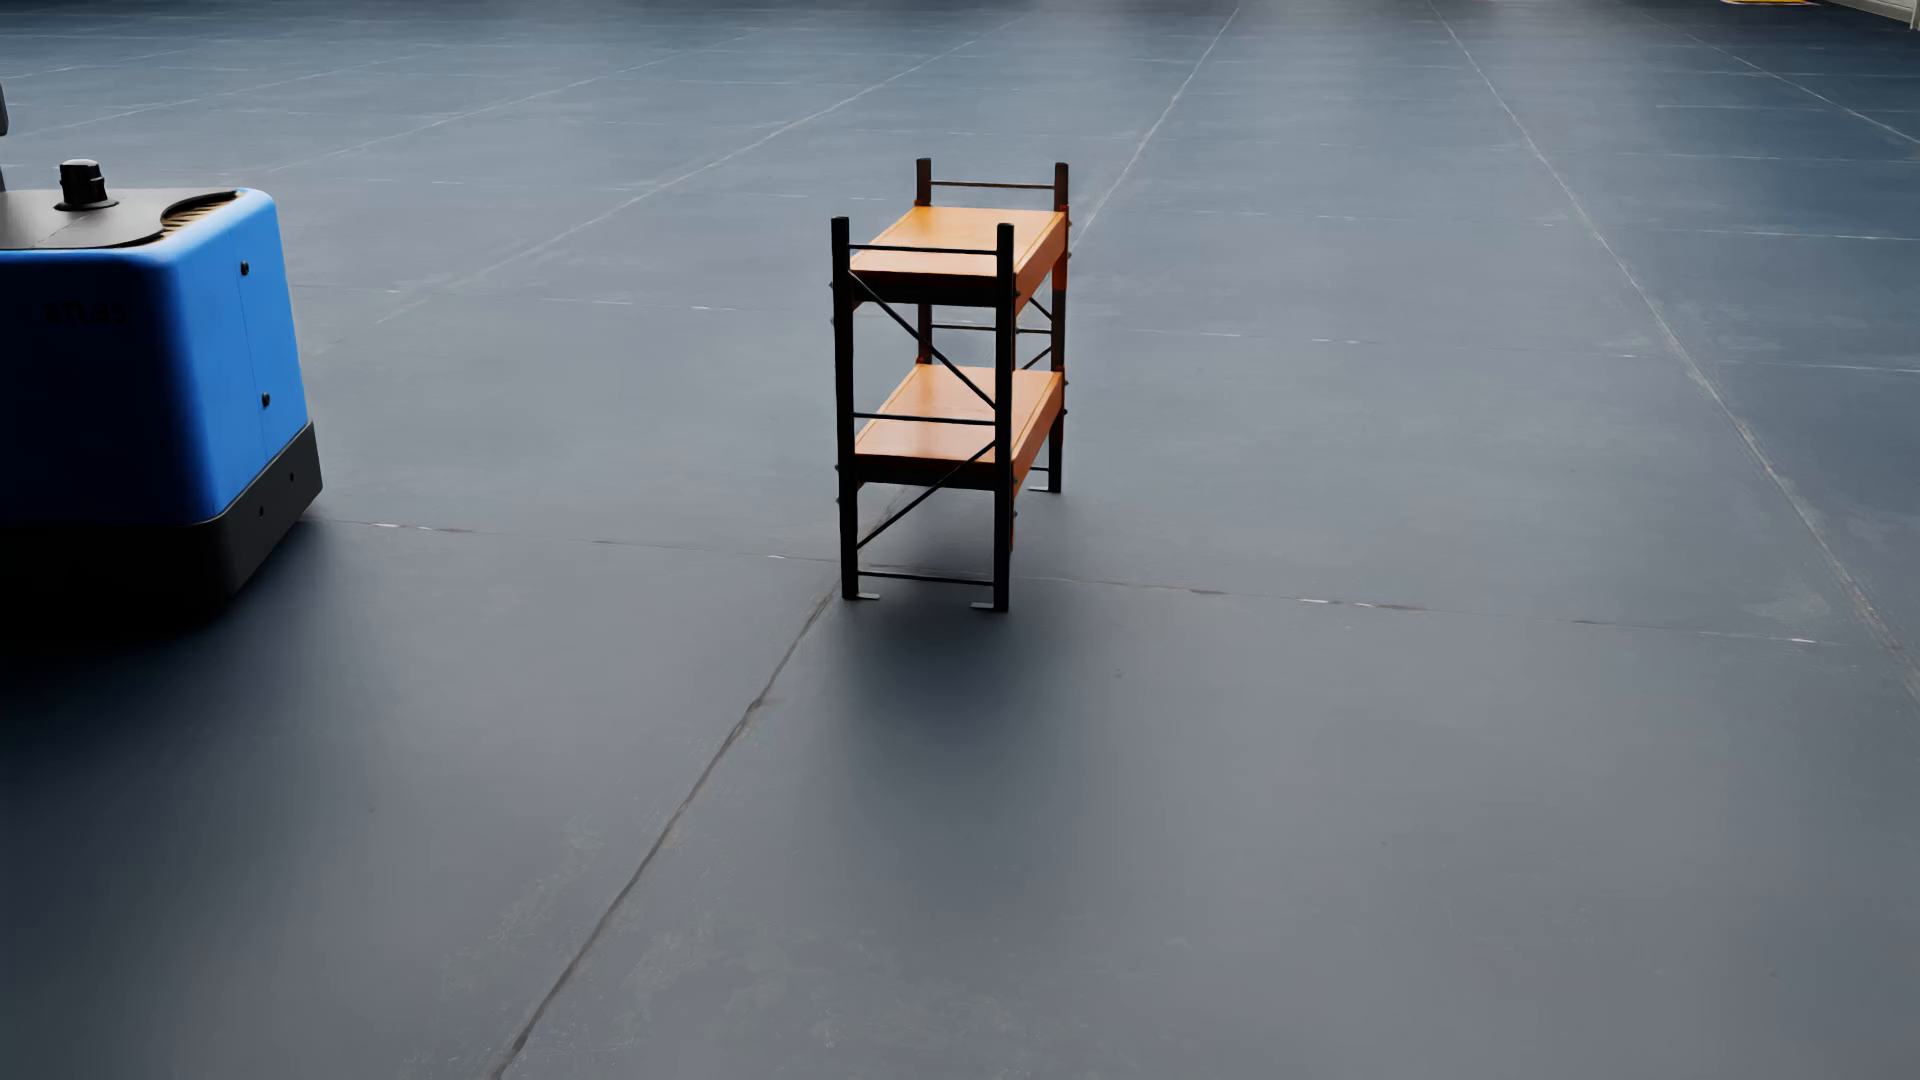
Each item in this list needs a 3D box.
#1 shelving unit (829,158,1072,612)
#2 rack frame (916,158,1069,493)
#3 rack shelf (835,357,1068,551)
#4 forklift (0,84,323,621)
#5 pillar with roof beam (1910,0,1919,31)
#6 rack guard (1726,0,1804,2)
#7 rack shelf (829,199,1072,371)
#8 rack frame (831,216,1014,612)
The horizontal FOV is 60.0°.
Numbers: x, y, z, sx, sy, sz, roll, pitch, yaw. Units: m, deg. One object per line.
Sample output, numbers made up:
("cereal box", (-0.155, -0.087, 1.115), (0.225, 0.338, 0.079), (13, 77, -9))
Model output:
("shelving unit", (0.001, -0.524, 5.150), (0.538, 1.125, 1.048), (4, 22, 11))
("rack frame", (0.105, -0.710, 5.611), (0.500, 1.125, 0.032), (4, 22, 11))
("rack shelf", (0.001, -0.297, 5.241), (0.538, 0.278, 1.000), (4, 22, 11))
("forklift", (-3.622, -1.265, 4.571), (3.031, 2.935, 1.130), (-2, 22, -4))
("pillar with roof beam", (8.856, -11.401, 21.617), (9.100, 9.000, 0.400), (4, 22, 11))
("rack guard", (13.266, -9.130, 27.355), (1.175, 0.500, 0.348), (4, 22, 11))
("rack shelf", (0.001, -0.796, 5.040), (0.538, 0.278, 1.000), (4, 22, 11))
("rack frame", (-0.102, -0.338, 4.688), (0.500, 1.125, 0.032), (4, 22, 11))
